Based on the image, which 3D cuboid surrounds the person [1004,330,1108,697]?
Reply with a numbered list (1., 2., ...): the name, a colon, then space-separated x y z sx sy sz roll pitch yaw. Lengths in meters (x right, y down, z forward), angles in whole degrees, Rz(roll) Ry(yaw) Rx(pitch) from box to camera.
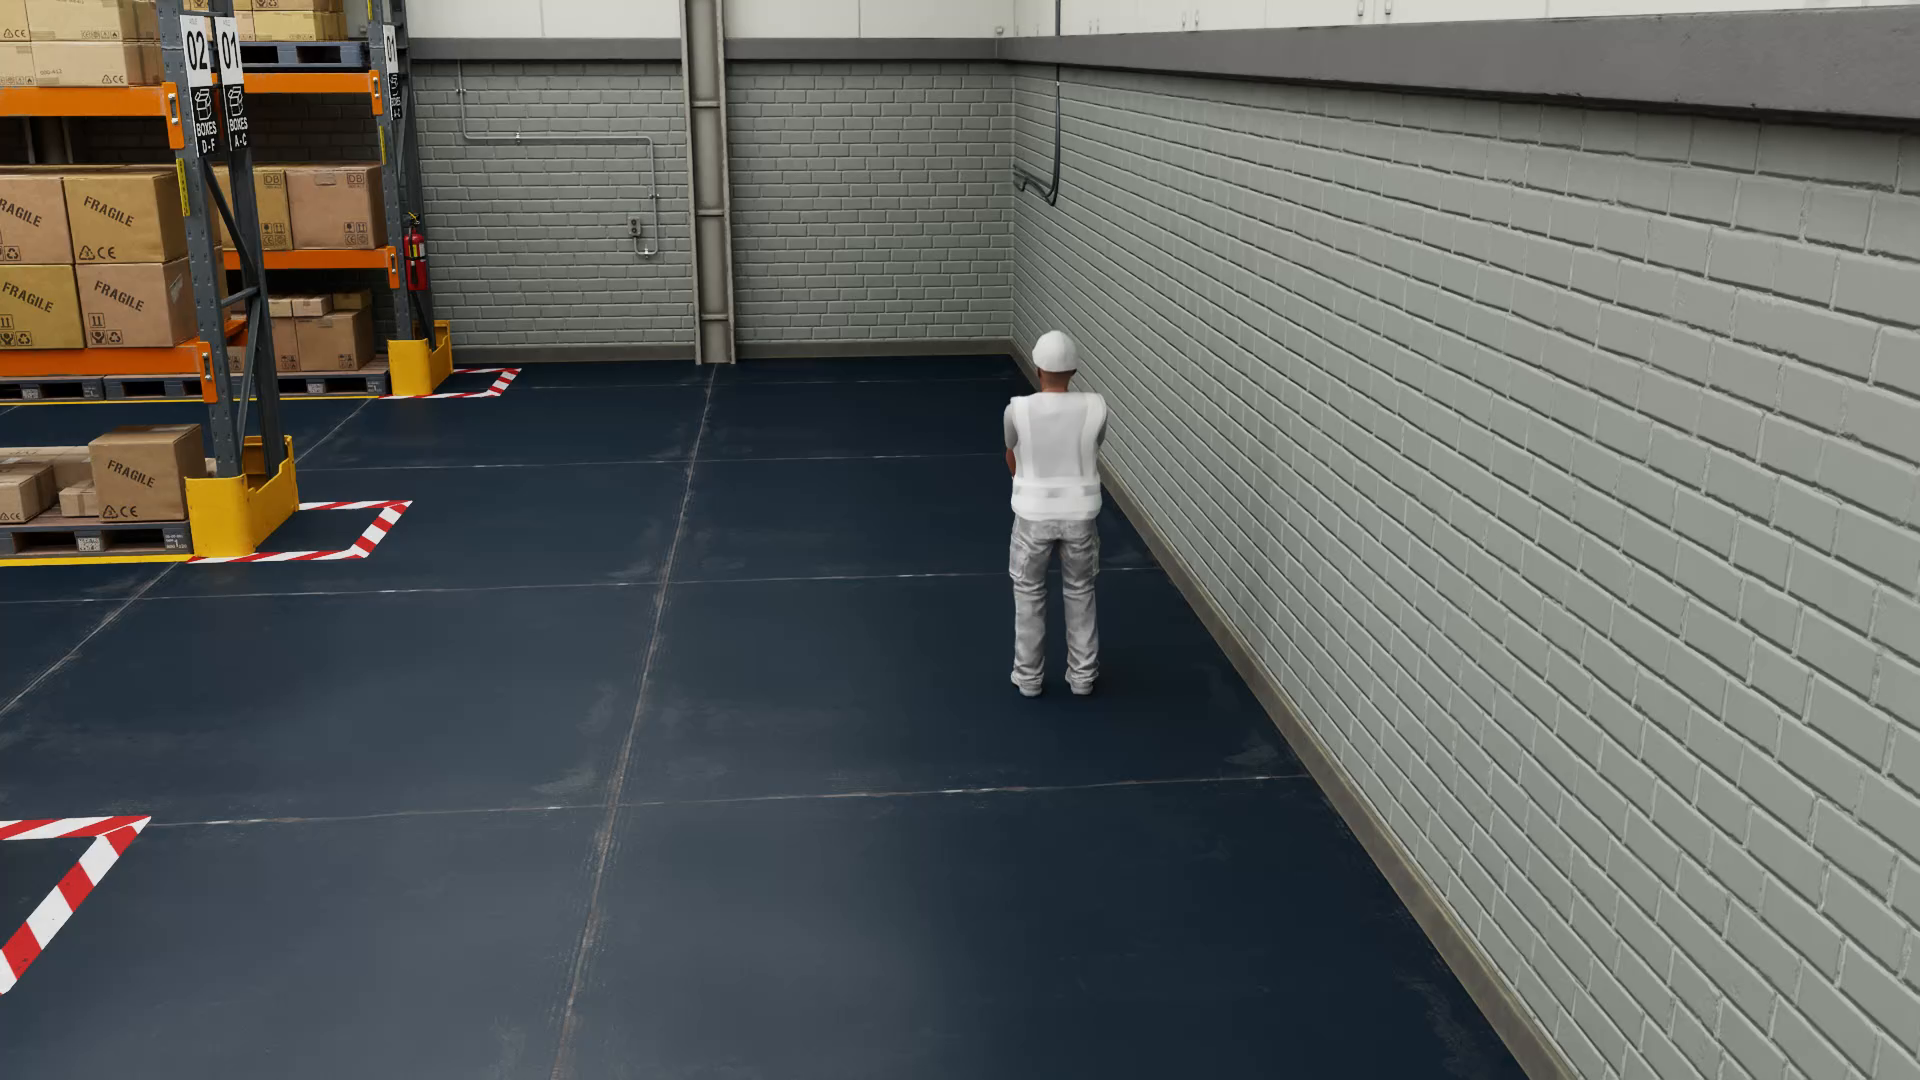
1. person: 0.436 -0.150 8.016 0.488 1.778 0.583 -1 17 -5
